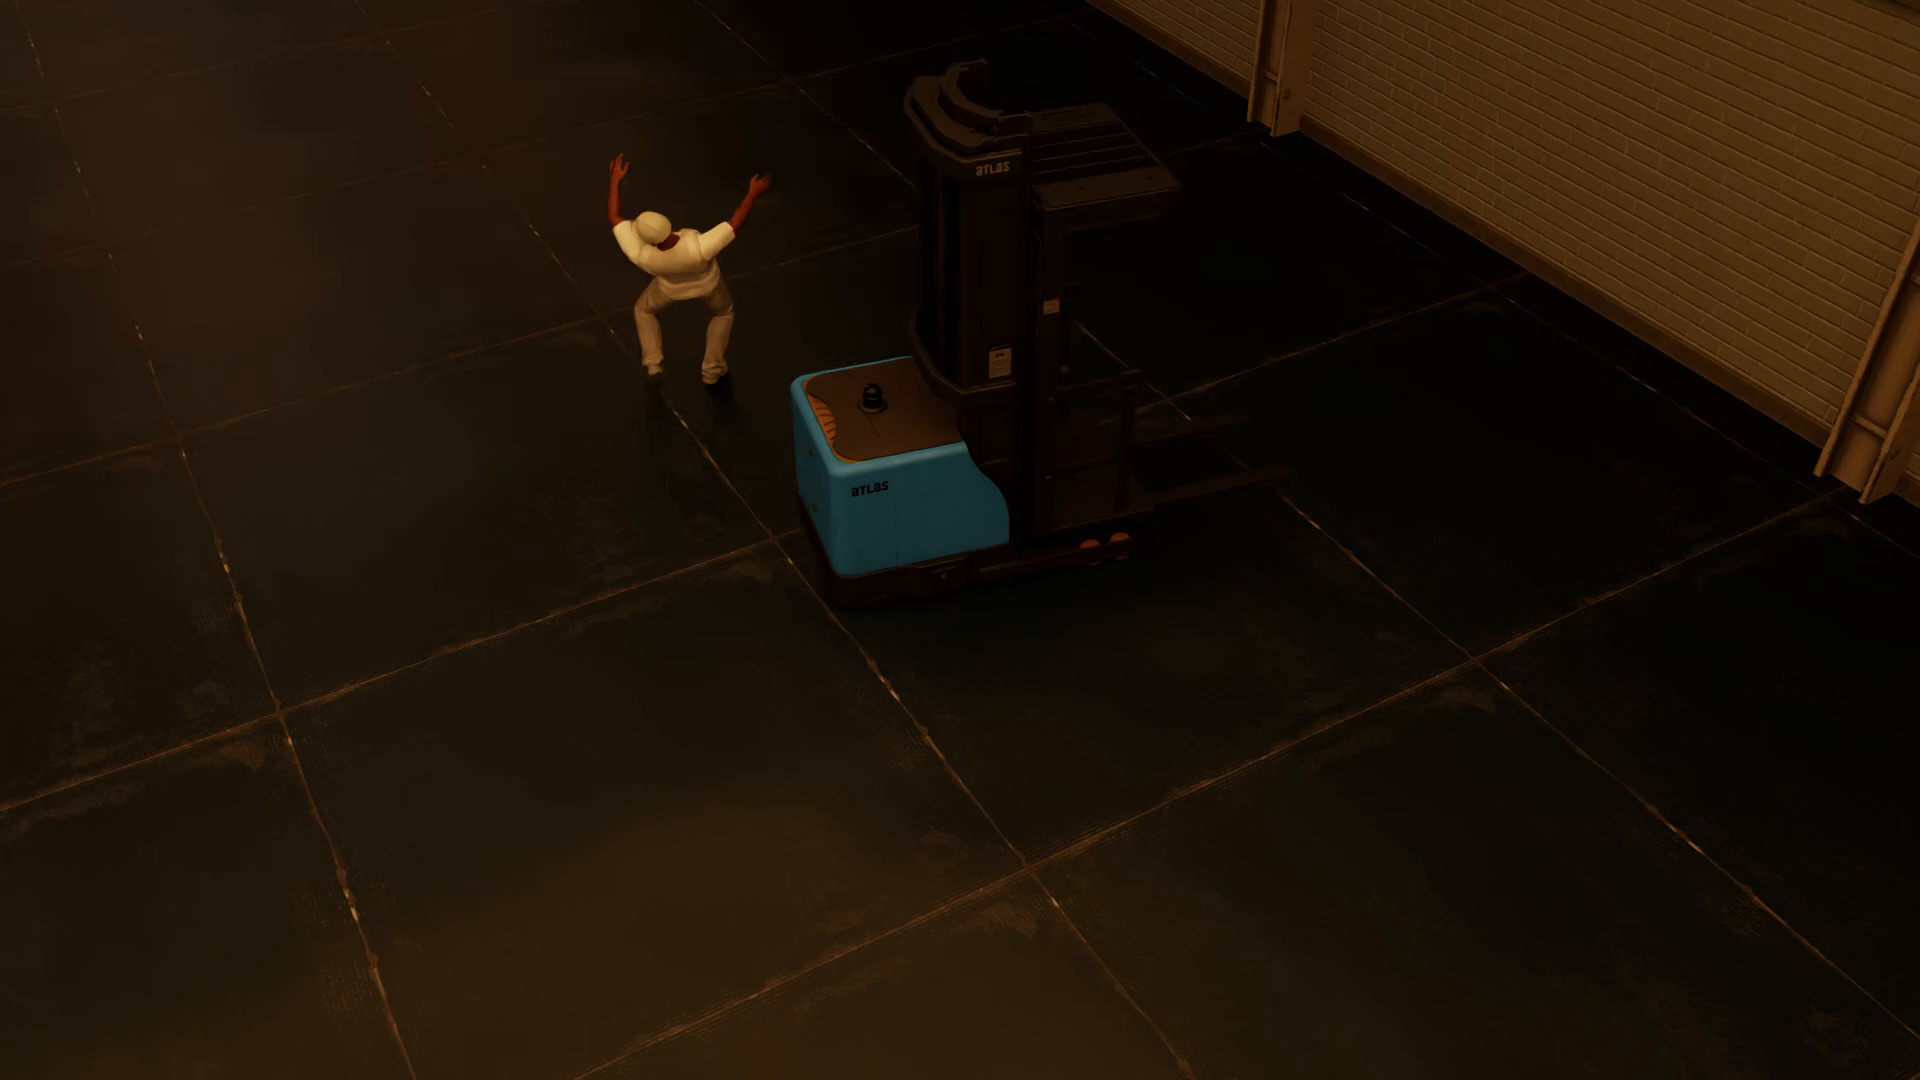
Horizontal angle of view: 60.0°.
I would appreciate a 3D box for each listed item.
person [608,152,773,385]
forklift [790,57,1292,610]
[{"bbox_3d":[-1.744,-1.756,11.151,1.089,1.622,0.702,-6,40,-7],"label":"person"},{"bbox_3d":[0.555,-1.278,9.576,3.031,2.935,1.130,-12,41,-14],"label":"forklift"}]
